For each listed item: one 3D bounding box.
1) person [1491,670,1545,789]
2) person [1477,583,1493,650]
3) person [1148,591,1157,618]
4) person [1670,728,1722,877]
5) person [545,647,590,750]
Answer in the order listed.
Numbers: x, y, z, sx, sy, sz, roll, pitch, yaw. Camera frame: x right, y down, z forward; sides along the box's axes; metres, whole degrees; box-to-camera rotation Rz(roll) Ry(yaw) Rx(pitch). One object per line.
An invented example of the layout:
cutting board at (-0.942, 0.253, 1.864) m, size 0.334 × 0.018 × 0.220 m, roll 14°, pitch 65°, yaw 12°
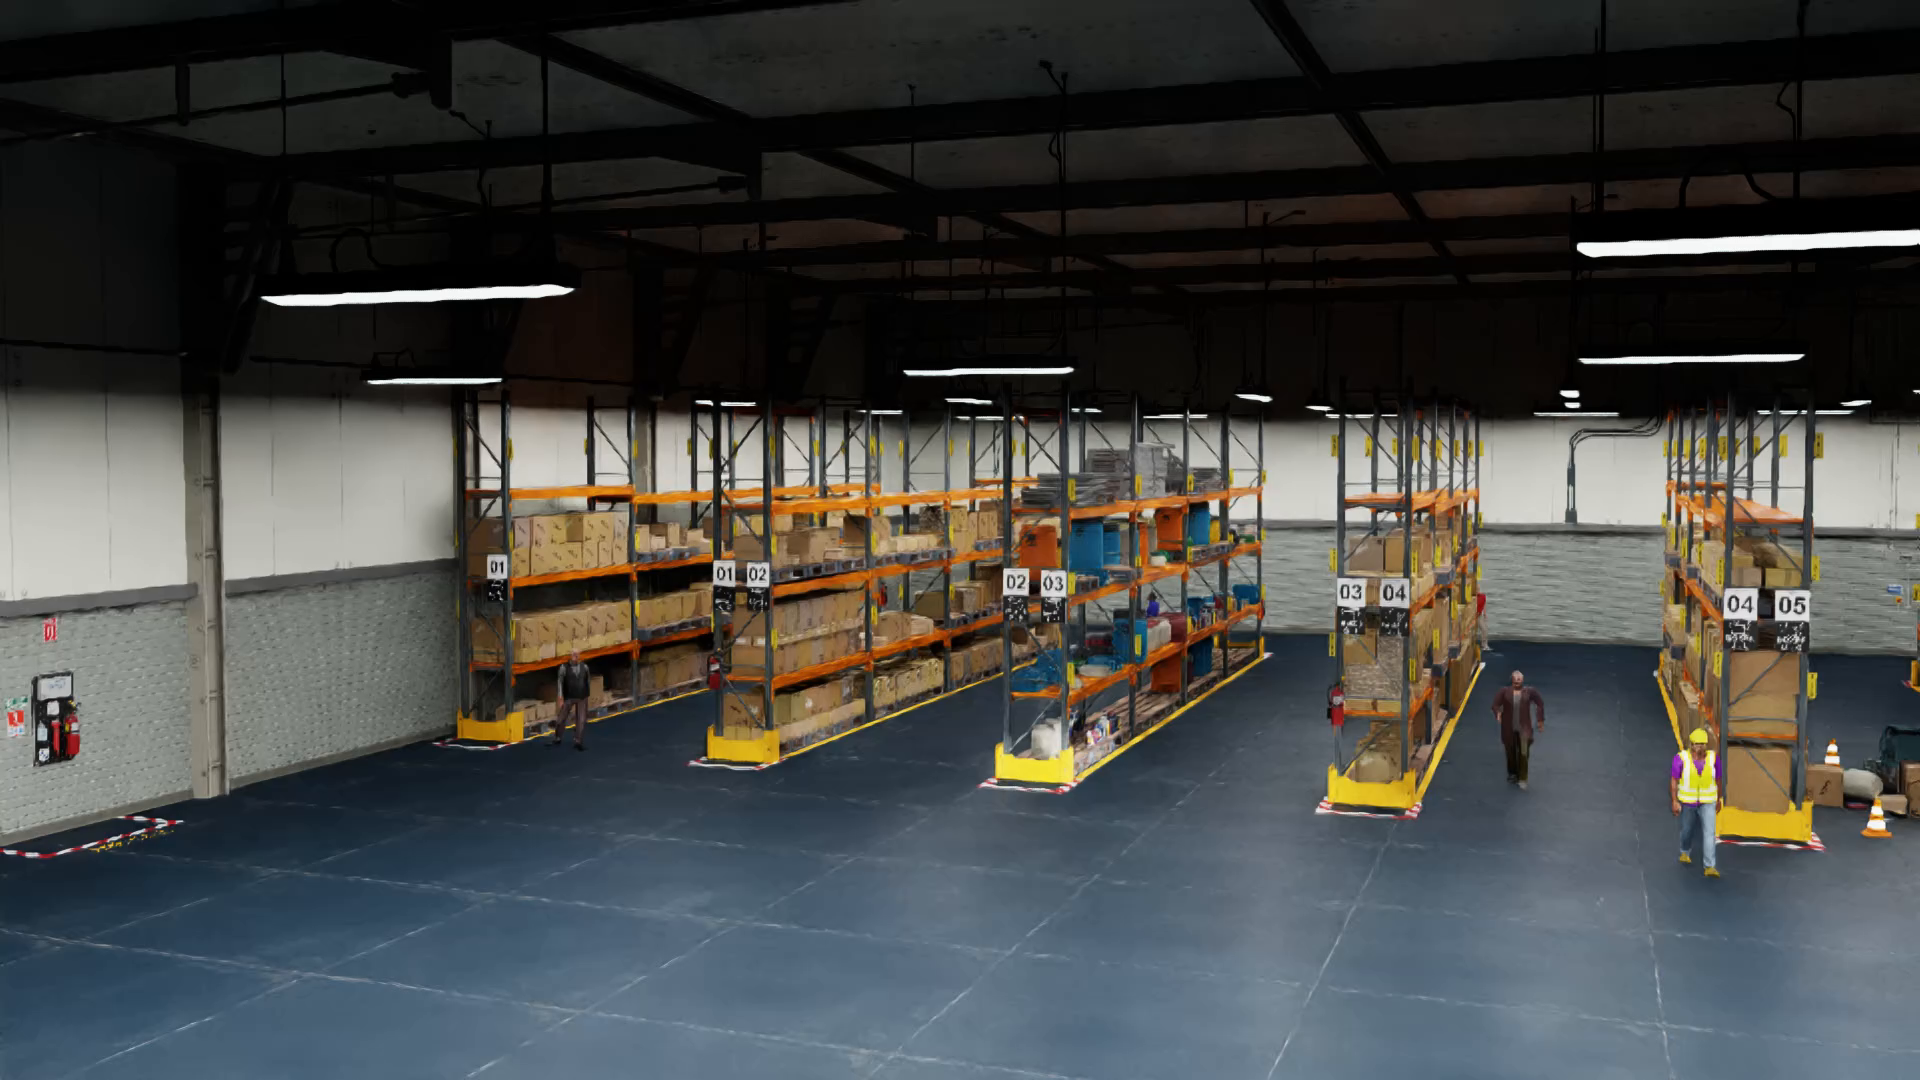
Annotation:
person at (8.278, 2.780, 24.714) m, size 0.736 × 1.717 × 0.903 m, roll 2°, pitch 3°, yaw 26°
person at (12.785, 1.893, 41.262) m, size 0.705 × 1.658 × 0.850 m, roll 0°, pitch 3°, yaw 2°
person at (4.502, 2.024, 38.877) m, size 0.498 × 1.648 × 0.630 m, roll 1°, pitch 3°, yaw 22°
person at (8.686, 3.057, 19.634) m, size 0.569 × 1.686 × 1.111 m, roll 1°, pitch 3°, yaw 19°
person at (-6.519, 2.628, 27.629) m, size 0.722 × 1.712 × 0.511 m, roll -1°, pitch 3°, yaw -24°
